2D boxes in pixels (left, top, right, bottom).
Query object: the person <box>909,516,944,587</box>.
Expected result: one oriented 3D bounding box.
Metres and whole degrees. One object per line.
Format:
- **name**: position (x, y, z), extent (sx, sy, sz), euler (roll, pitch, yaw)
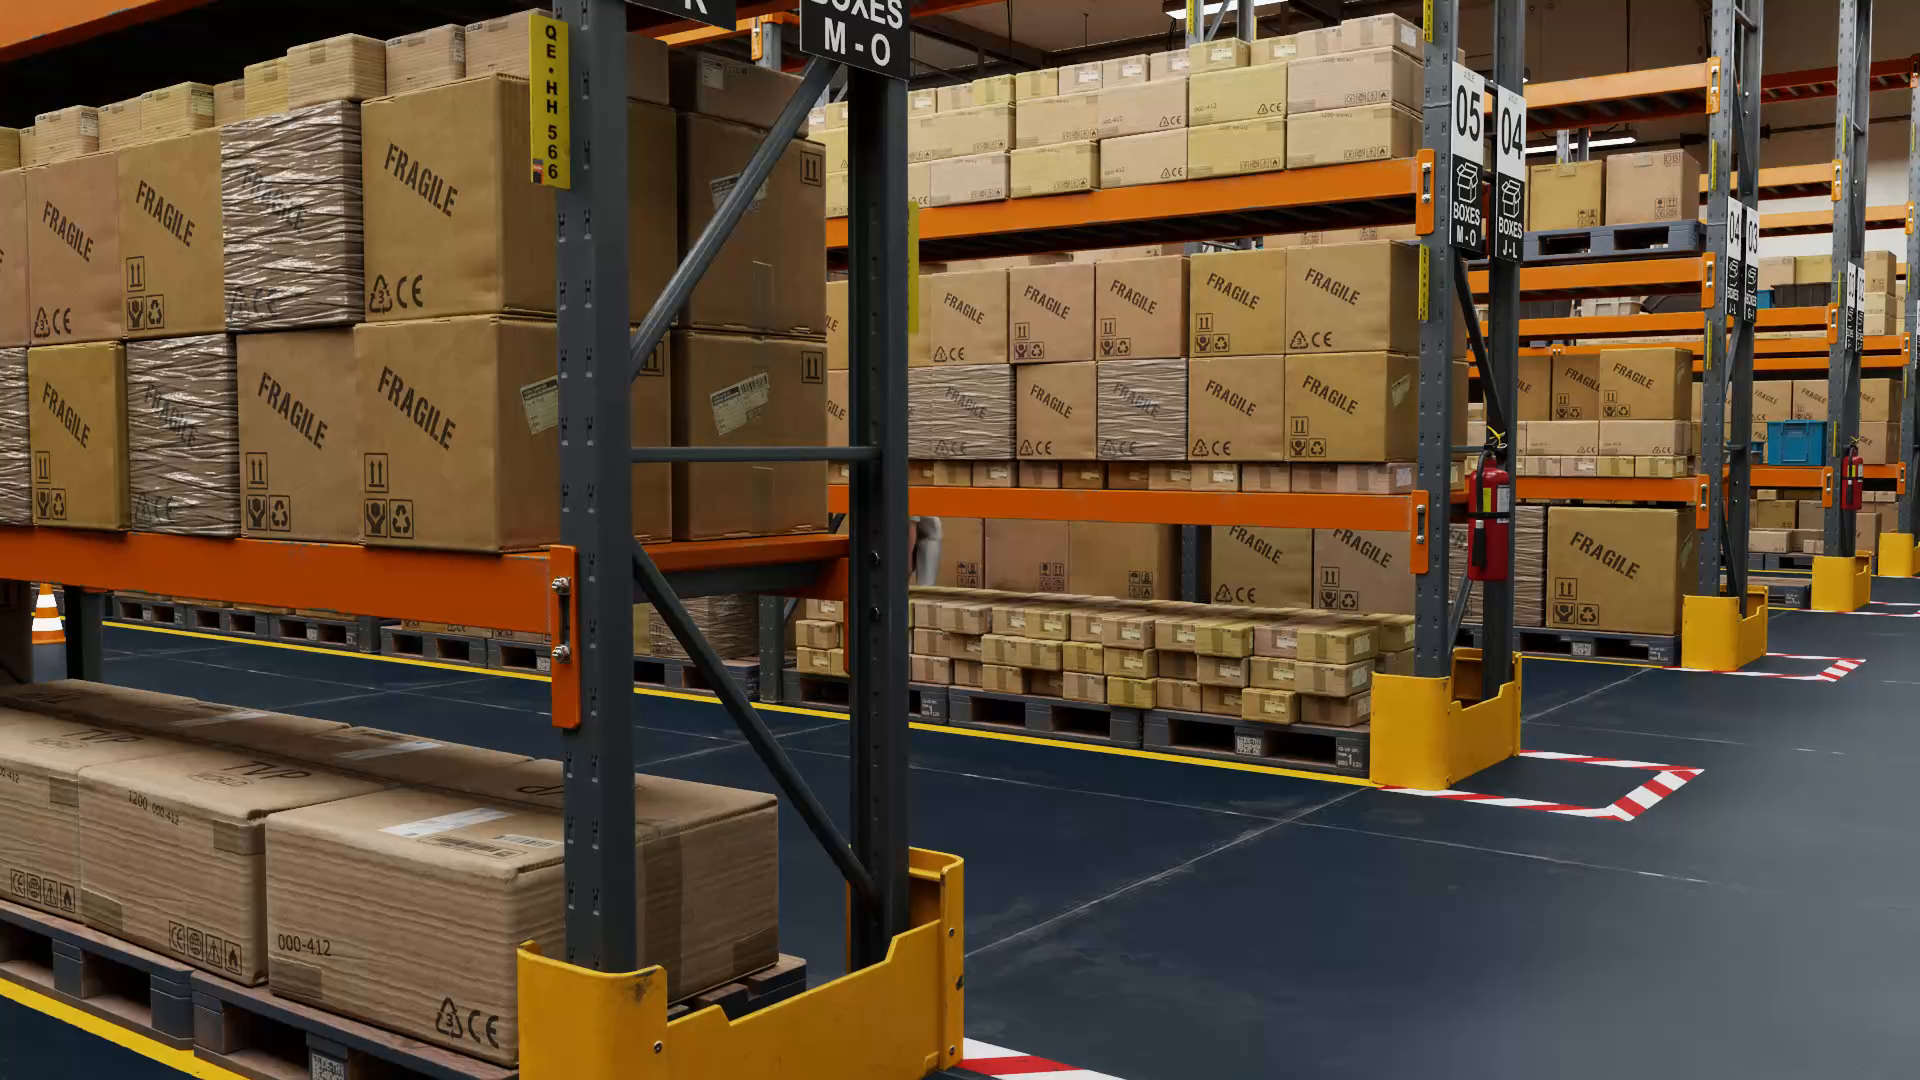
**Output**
- **person**: position (-0.417, 0.117, 12.129), extent (0.416, 1.445, 0.724), euler (2, 4, 35)
